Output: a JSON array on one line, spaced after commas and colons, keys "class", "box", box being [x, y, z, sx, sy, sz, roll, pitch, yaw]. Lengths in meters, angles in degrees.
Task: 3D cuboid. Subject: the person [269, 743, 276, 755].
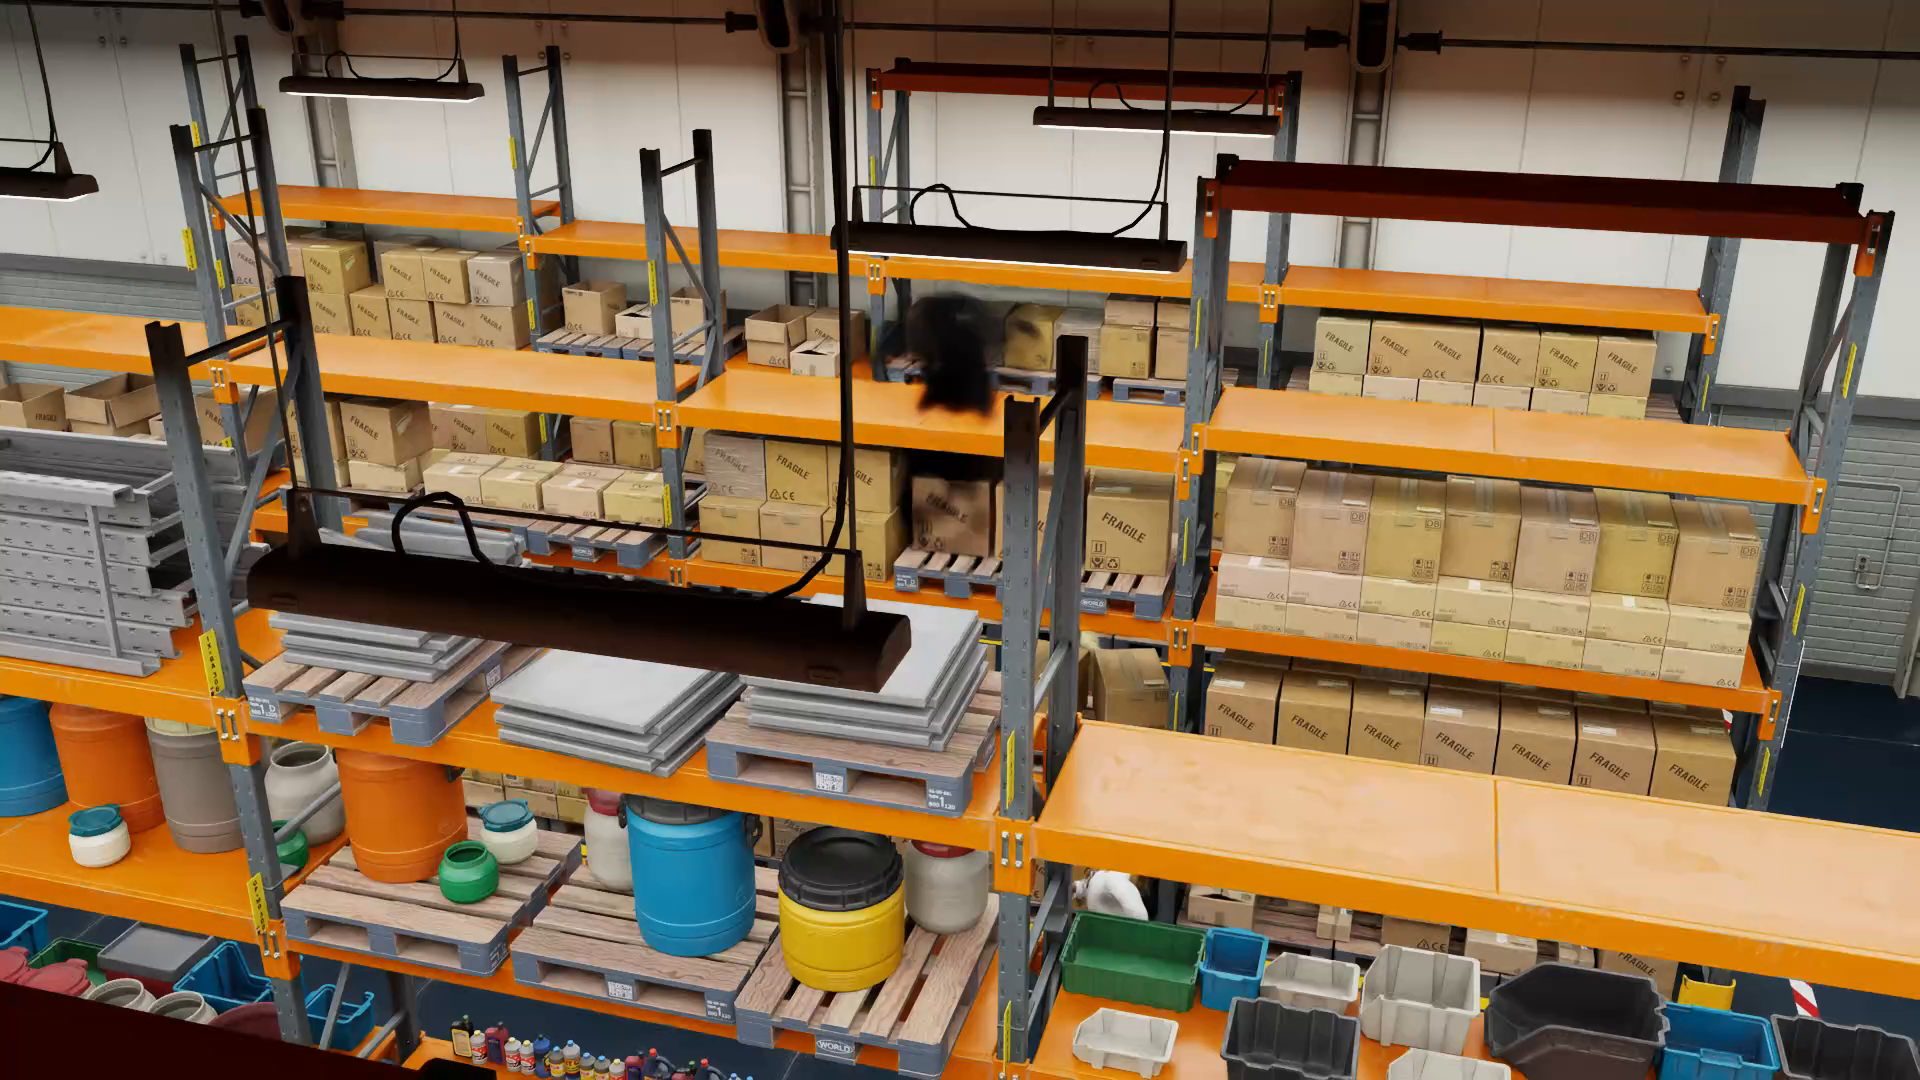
[{"class": "person", "box": [-5.950, 2.080, 13.562, 0.794, 1.669, 0.644, 2, 23, 6]}]

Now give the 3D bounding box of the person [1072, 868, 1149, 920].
[{"class": "person", "box": [1.067, 2.825, 11.665, 0.931, 1.847, 0.679, 6, 23, 15]}]

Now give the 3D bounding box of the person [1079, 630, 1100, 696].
[{"class": "person", "box": [1.193, 1.342, 15.528, 0.736, 1.561, 0.578, 2, 23, 5]}]

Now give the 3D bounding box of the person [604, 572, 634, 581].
[{"class": "person", "box": [-3.538, 0.410, 17.609, 0.860, 1.736, 0.649, -3, 23, -7]}]
